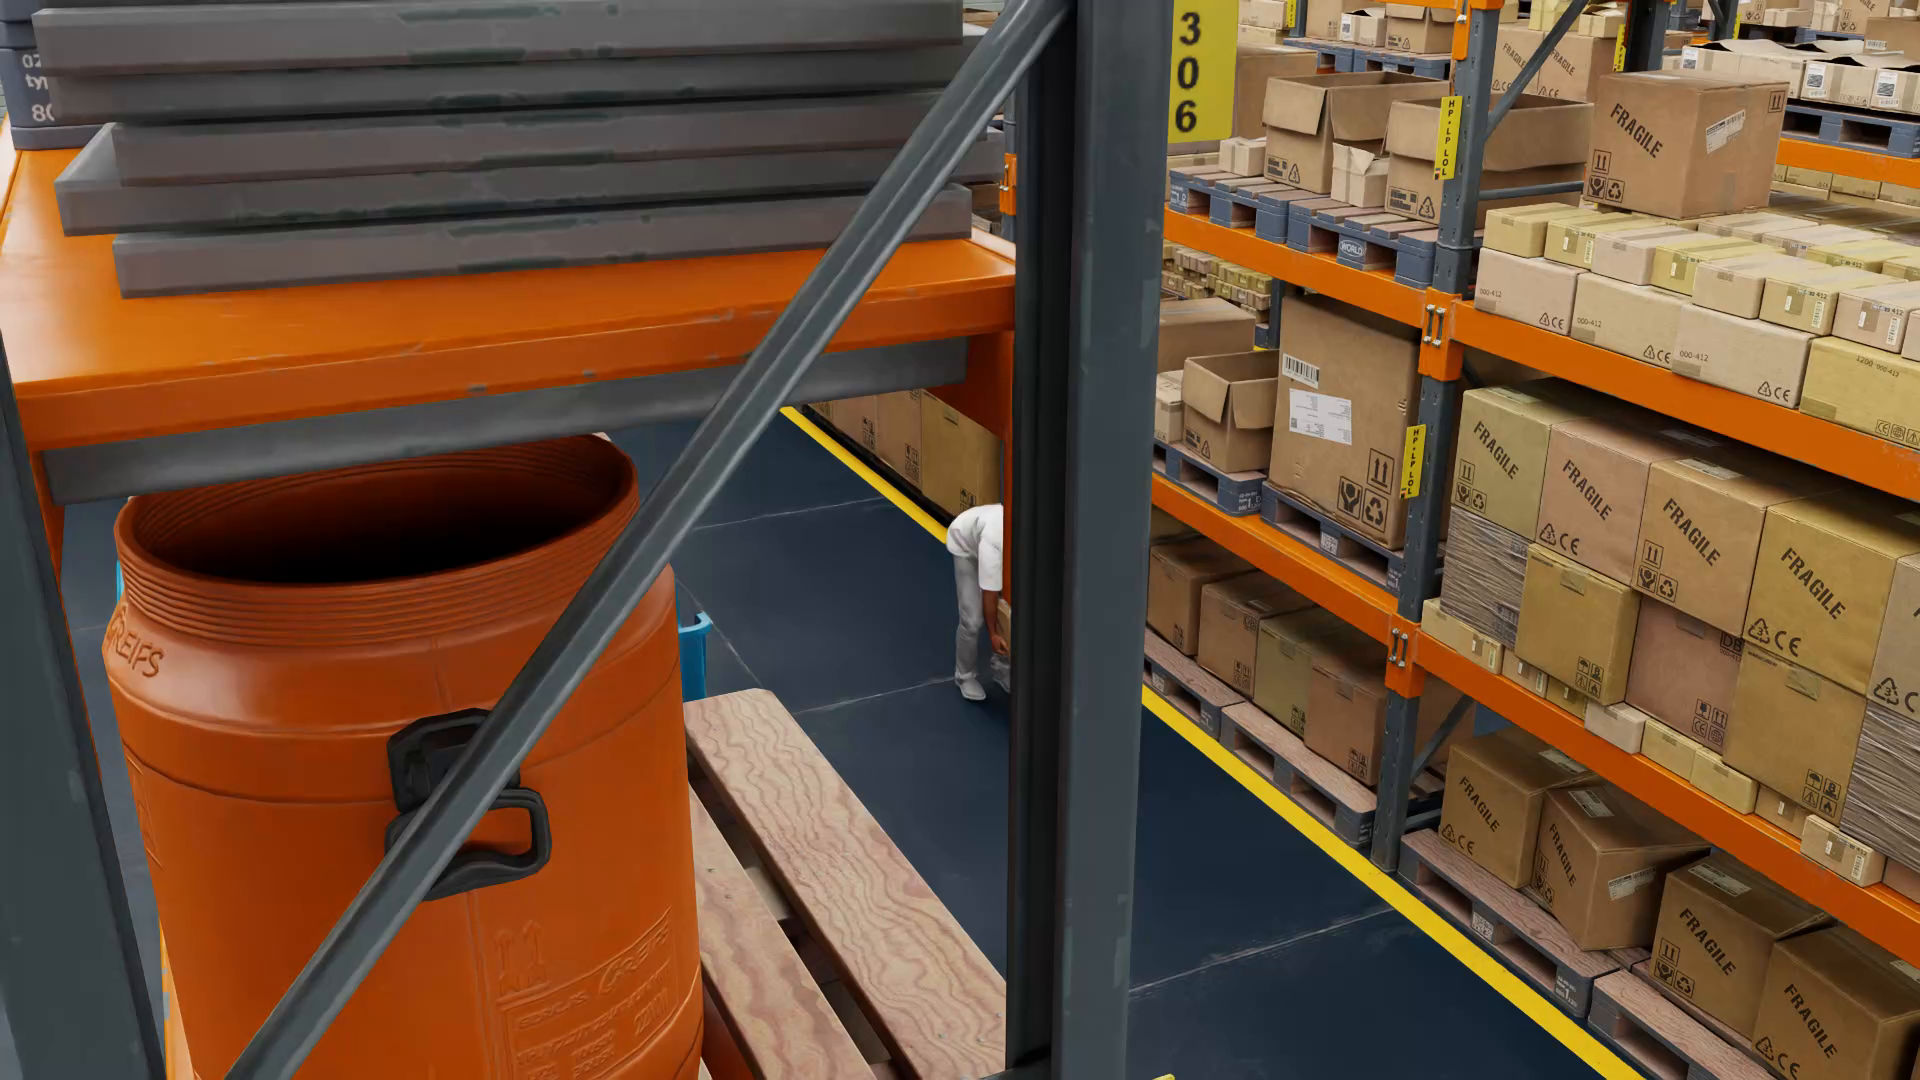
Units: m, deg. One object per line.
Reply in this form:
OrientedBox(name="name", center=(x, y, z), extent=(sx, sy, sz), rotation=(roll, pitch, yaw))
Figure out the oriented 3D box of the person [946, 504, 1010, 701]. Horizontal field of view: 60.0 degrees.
OrientedBox(name="person", center=(0.286, 0.335, 9.352), extent=(0.474, 1.295, 0.940), rotation=(-11, 24, -25))
